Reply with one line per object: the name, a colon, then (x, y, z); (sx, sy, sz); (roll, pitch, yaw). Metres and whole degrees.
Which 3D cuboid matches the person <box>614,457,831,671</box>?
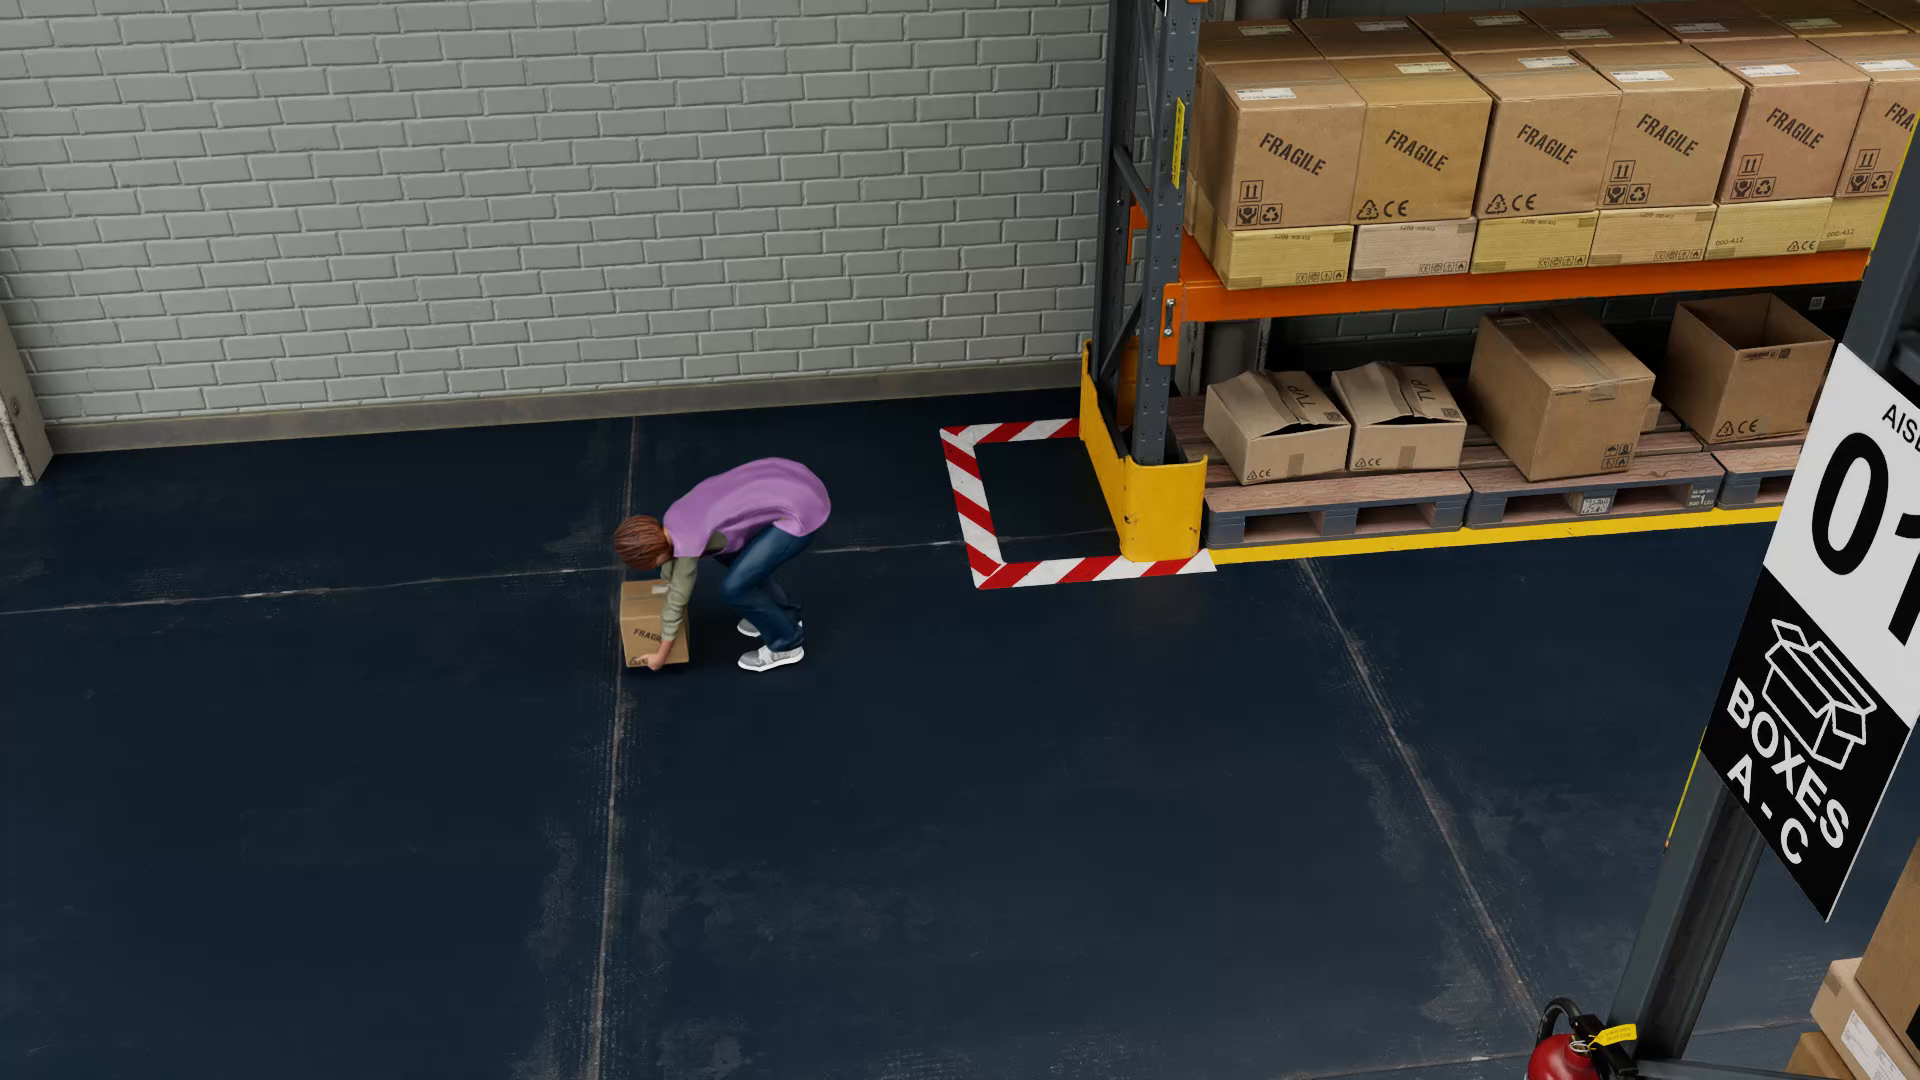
person: (-0.929, 0.116, 6.647); (0.853, 0.837, 0.425); (-6, 36, -9)
